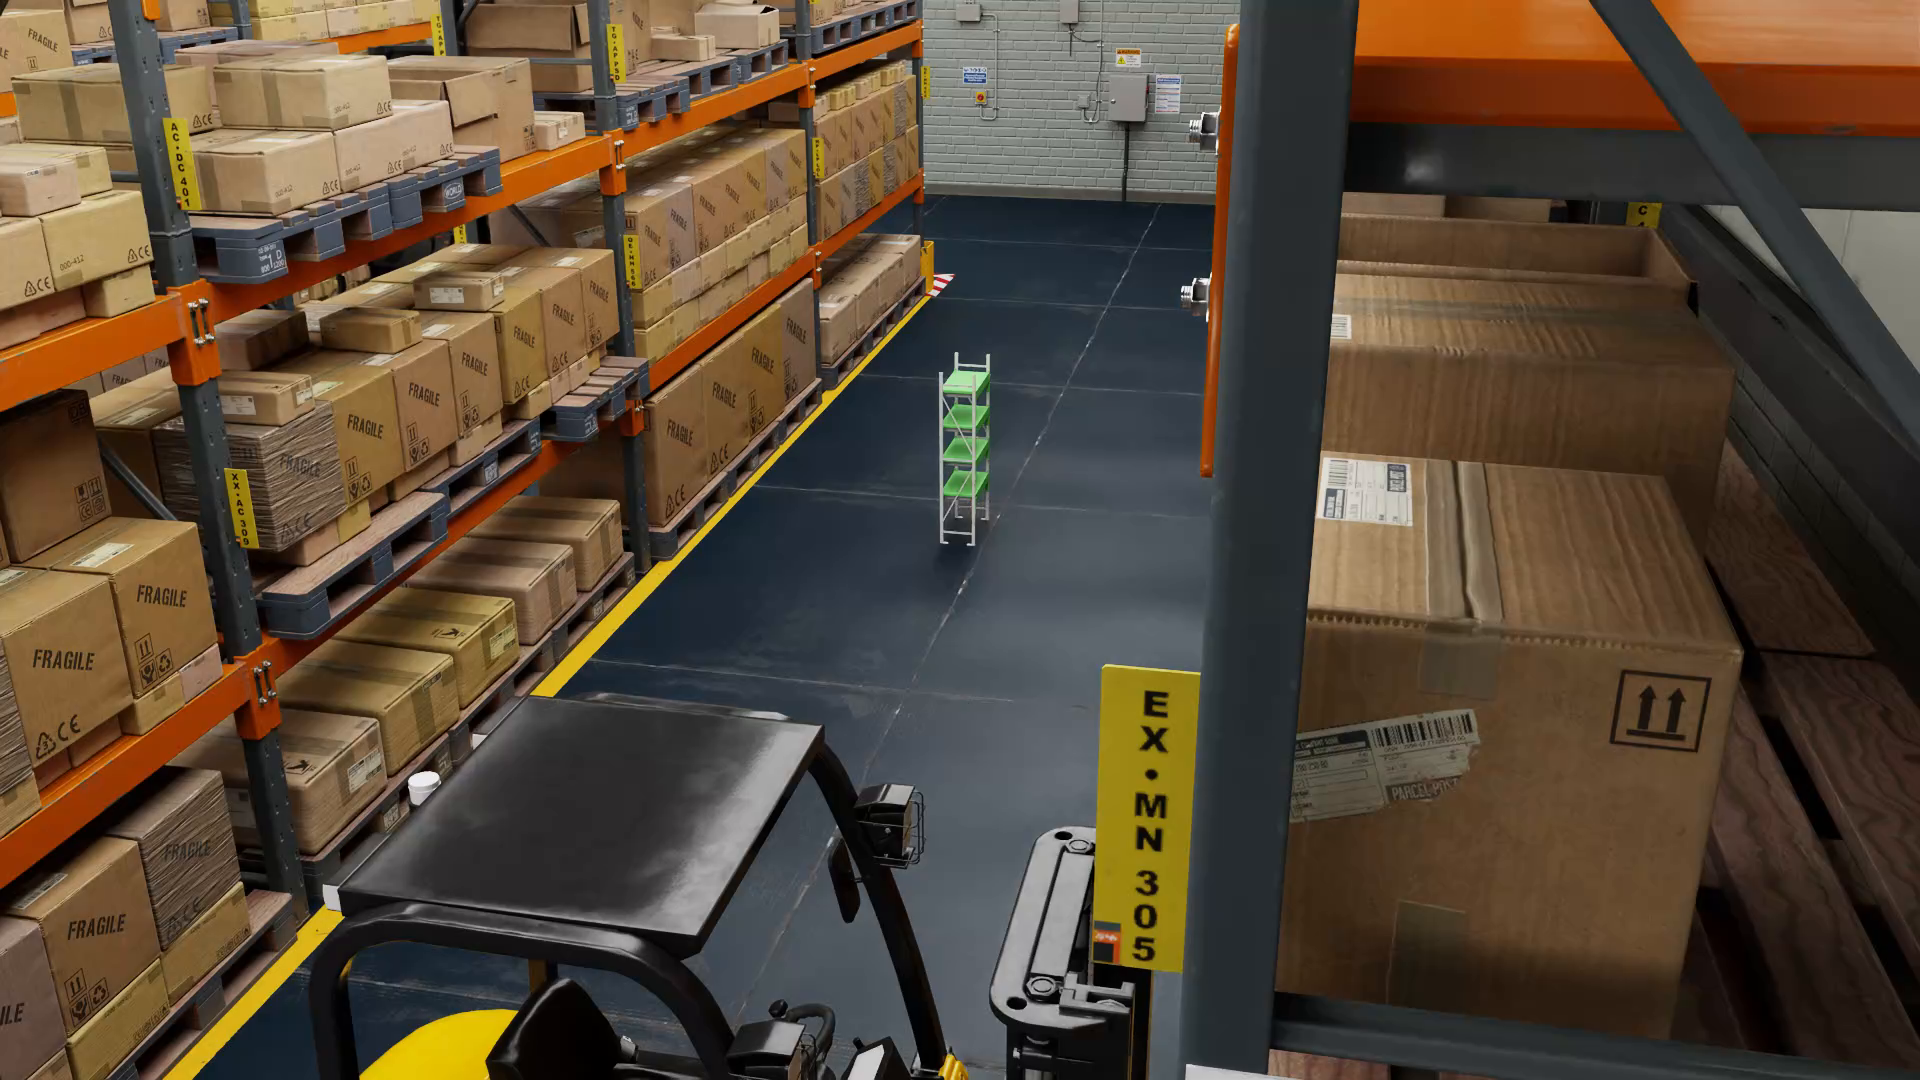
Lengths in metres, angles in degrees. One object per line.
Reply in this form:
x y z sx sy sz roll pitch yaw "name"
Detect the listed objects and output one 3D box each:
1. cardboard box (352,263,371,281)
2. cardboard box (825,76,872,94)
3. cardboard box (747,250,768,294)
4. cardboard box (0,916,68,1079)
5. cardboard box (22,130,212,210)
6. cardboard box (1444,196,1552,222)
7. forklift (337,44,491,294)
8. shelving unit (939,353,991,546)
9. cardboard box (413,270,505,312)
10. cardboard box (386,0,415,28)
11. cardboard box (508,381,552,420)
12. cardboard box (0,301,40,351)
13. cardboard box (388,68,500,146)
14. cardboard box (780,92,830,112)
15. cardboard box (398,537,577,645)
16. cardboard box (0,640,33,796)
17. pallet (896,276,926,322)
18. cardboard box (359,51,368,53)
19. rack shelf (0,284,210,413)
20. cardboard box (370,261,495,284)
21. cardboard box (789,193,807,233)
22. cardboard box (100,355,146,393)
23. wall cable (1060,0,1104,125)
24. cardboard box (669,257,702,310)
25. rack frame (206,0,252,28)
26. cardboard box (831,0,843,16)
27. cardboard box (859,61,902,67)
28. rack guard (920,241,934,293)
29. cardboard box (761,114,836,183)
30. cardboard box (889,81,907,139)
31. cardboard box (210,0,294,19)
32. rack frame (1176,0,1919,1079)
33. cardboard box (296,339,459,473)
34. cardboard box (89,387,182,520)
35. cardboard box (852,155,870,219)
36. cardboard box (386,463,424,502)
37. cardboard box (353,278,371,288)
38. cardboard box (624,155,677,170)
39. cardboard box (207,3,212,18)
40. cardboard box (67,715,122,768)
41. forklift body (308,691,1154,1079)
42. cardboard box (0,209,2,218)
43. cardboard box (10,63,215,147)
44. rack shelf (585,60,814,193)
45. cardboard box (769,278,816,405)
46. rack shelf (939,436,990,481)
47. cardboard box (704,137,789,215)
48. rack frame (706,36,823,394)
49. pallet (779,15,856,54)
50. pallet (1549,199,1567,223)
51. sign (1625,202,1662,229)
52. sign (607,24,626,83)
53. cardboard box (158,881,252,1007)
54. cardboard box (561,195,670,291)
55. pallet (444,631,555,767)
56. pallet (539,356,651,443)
-6.017 -2.660 16.401 0.380 0.149 0.250 5 22 12 "cardboard box"
-1.043 -4.247 15.542 0.380 0.149 0.250 5 23 13 "cardboard box"
-1.775 -2.063 12.660 0.500 0.250 0.500 4 22 9 "cardboard box"
-3.399 1.584 5.521 0.500 0.500 0.500 6 23 14 "cardboard box"
-3.359 -1.500 6.687 0.500 0.250 0.500 4 22 10 "cardboard box"
1.889 -1.193 5.926 0.380 0.149 0.250 4 22 11 "cardboard box"
-4.452 -2.420 13.439 1.130 2.935 3.031 6 23 14 "forklift"
0.034 -0.617 11.280 0.258 1.200 0.503 4 22 11 "shelving unit"
-2.578 -1.282 8.559 0.380 0.149 0.250 3 22 8 "cardboard box"
-5.799 -5.256 16.574 0.500 0.250 0.500 5 23 13 "cardboard box"
-2.450 -0.770 9.024 0.380 0.149 0.250 5 22 12 "cardboard box"
-3.268 -0.714 5.432 0.380 0.149 0.250 5 22 11 "cardboard box"
-2.803 -2.101 8.402 0.797 0.503 0.637 4 22 11 "cardboard box"
-1.338 -3.783 14.391 0.380 0.149 0.250 4 22 10 "cardboard box"
-2.788 0.279 9.602 0.950 0.372 0.625 4 22 10 "cardboard box"
-3.383 0.617 5.274 0.500 0.500 0.500 5 22 12 "cardboard box"
-0.974 -2.556 17.417 1.003 0.211 1.213 4 22 11 "pallet"
-6.105 -4.992 17.863 0.500 0.500 0.500 4 22 11 "cardboard box"
-3.744 -0.085 4.497 1.077 0.370 4.000 4 22 11 "rack shelf"
-2.938 -1.263 9.380 0.500 0.500 0.500 6 23 14 "cardboard box"
-1.556 -2.667 13.493 0.500 0.250 0.500 4 22 11 "cardboard box"
-6.793 -1.209 13.124 0.500 0.500 0.500 4 22 10 "cardboard box"
1.631 -6.579 22.314 0.588 1.984 0.122 4 22 11 "wall cable"
-2.068 -1.740 11.189 0.500 0.250 0.500 5 22 12 "cardboard box"
-6.570 -5.808 13.729 1.000 3.000 0.127 4 22 11 "rack frame"
-1.460 -4.861 14.558 0.797 0.503 0.637 6 23 15 "cardboard box"
-0.793 -4.717 16.711 0.380 0.149 0.250 5 22 12 "cardboard box"
-0.883 -2.997 18.125 1.175 0.500 0.348 4 22 11 "rack guard"
-1.369 -3.350 14.185 0.500 0.500 0.500 5 22 11 "cardboard box"
-0.831 -4.270 16.468 0.500 0.500 0.500 5 22 11 "cardboard box"
-6.237 -4.736 14.615 0.500 0.250 0.500 5 23 13 "cardboard box"
0.704 -0.702 1.051 0.949 2.616 0.053 4 22 11 "rack frame"
-2.744 -0.651 7.860 0.500 0.500 0.500 4 22 11 "cardboard box"
-3.467 -0.324 7.050 0.500 0.500 0.500 4 22 10 "cardboard box"
-1.137 -3.248 15.269 0.500 0.500 0.500 5 22 11 "cardboard box"
-2.778 -0.306 7.873 0.380 0.149 0.250 5 22 12 "cardboard box"
-6.068 -2.532 16.481 0.380 0.149 0.250 6 23 13 "cardboard box"
-2.356 -2.495 12.061 0.500 0.500 0.500 4 22 10 "cardboard box"
-6.725 -4.767 14.691 0.500 0.250 0.500 3 22 8 "cardboard box"
-3.277 0.680 5.987 0.380 0.149 0.250 5 22 11 "cardboard box"
-0.691 1.642 4.397 2.313 2.155 1.214 4 22 11 "forklift body"
-3.306 -1.082 5.278 0.380 0.149 0.250 5 22 12 "cardboard box"
-3.343 -1.729 6.586 0.500 0.250 0.500 5 22 12 "cardboard box"
-2.112 -3.011 11.762 1.077 0.370 4.000 4 22 11 "rack shelf"
-1.752 -1.661 13.745 0.875 0.875 0.875 5 23 13 "cardboard box"
0.034 -0.558 11.304 0.258 0.148 0.480 4 22 11 "rack shelf"
-1.647 -2.822 12.874 0.500 0.500 0.500 5 22 12 "cardboard box"
-1.704 -2.685 14.004 1.000 3.000 0.127 4 22 11 "rack frame"
-1.527 -4.333 14.201 1.003 0.211 1.213 4 22 11 "pallet"
2.064 -1.484 7.261 1.003 0.211 1.213 6 23 13 "pallet"
2.068 -1.008 5.028 0.100 0.325 0.005 4 22 11 "sign"
-1.989 -2.811 9.610 0.100 0.325 0.005 4 22 11 "sign"
-3.194 1.559 6.587 0.500 0.250 0.500 5 23 13 "cardboard box"
-2.180 -1.894 10.568 0.500 0.500 0.500 4 22 9 "cardboard box"
-2.932 0.802 9.079 1.003 0.211 1.213 4 22 11 "pallet"
-2.561 -0.864 9.740 1.213 0.211 1.003 4 22 11 "pallet"
